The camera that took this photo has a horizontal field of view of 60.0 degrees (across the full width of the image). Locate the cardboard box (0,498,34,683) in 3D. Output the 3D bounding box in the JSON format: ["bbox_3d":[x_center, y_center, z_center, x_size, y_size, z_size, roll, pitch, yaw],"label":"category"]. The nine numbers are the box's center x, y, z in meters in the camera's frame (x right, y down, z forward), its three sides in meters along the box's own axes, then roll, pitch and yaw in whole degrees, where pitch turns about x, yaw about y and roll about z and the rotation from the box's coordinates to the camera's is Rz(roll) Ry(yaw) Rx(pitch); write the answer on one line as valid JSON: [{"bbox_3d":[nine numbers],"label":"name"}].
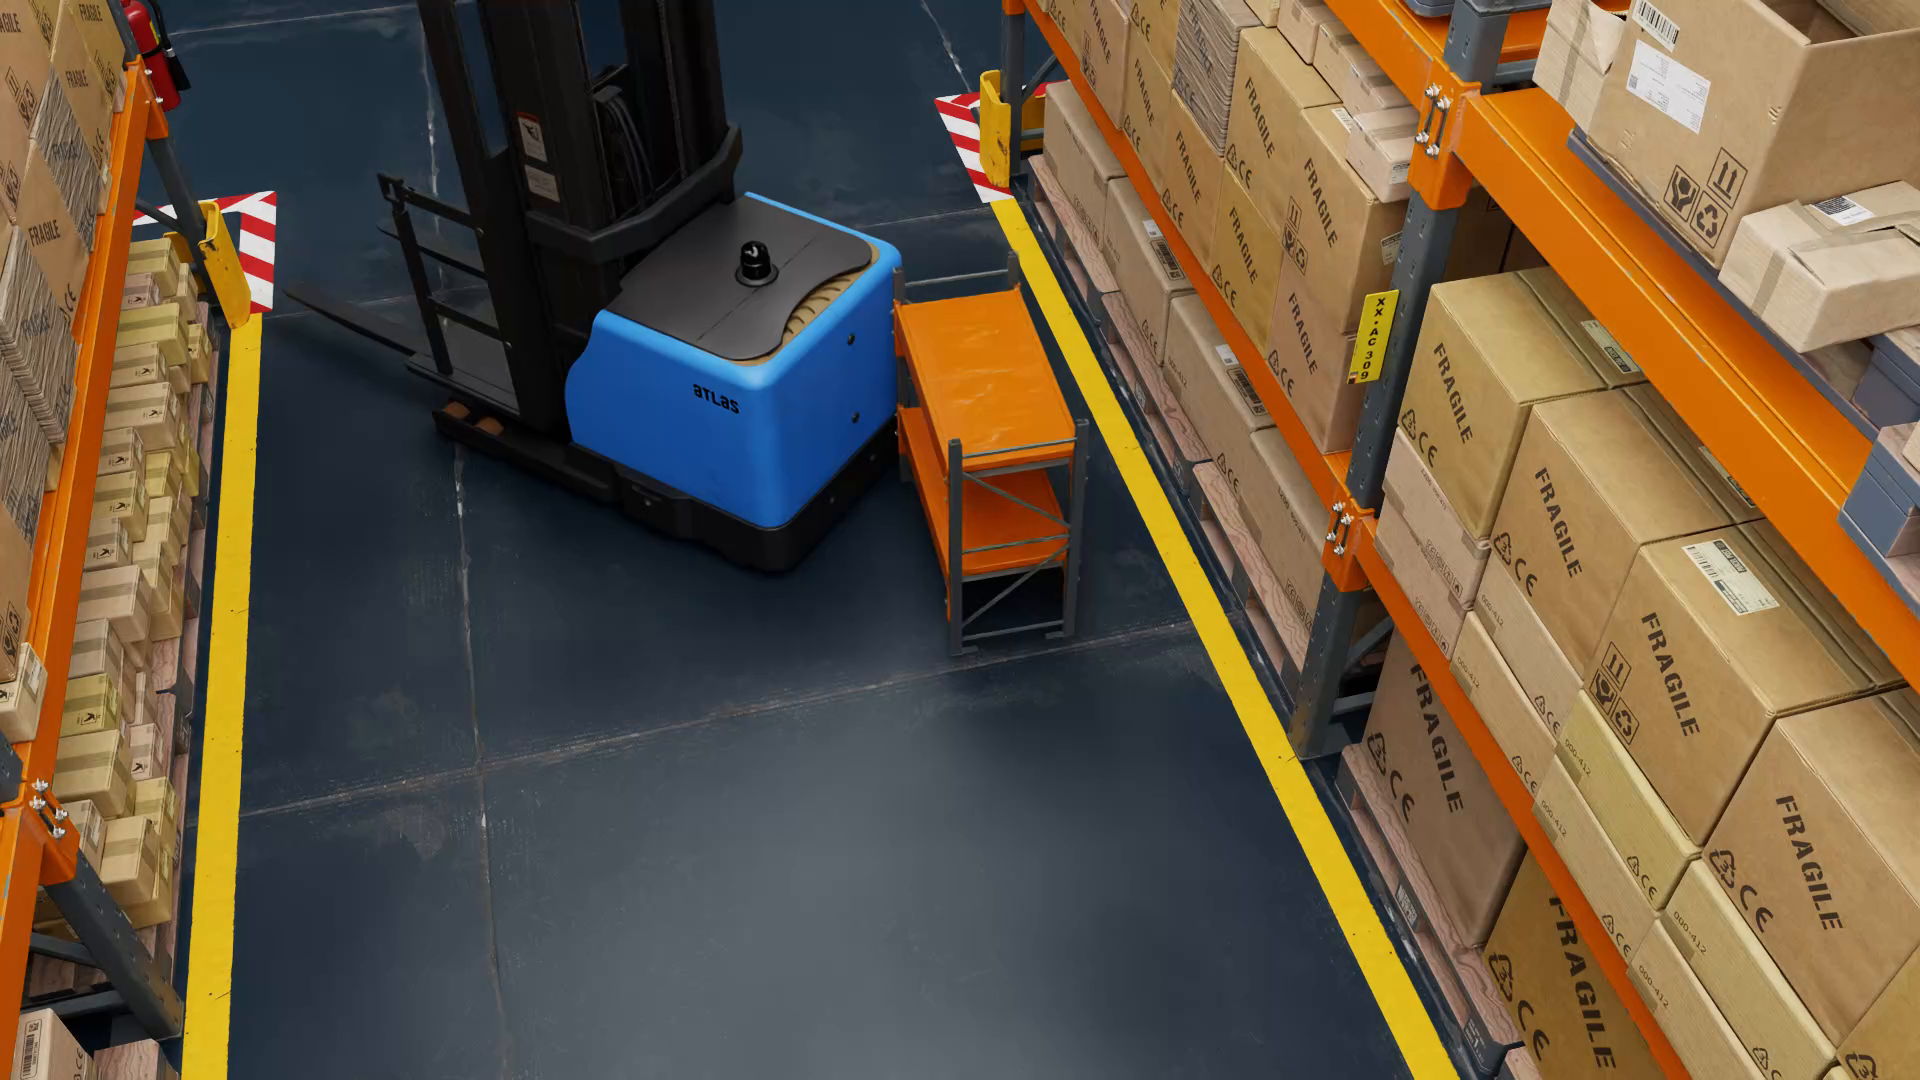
[{"bbox_3d":[-2.913,0.092,4.532,0.500,0.500,0.500,-11,47,-11],"label":"cardboard box"}]

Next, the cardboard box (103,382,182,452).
[{"bbox_3d":[-3.347,-0.475,6.652,0.380,0.149,0.250,-9,46,-9],"label":"cardboard box"}]

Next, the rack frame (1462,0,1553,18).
[{"bbox_3d":[1.730,-2.455,3.106,1.000,3.000,0.127,-11,47,-10],"label":"rack frame"}]

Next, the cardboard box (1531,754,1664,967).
[{"bbox_3d":[1.837,0.763,4.258,0.500,0.250,0.500,-11,47,-11],"label":"cardboard box"}]

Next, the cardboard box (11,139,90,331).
[{"bbox_3d":[-3.306,-0.967,5.570,0.500,0.500,0.500,-9,46,-8],"label":"cardboard box"}]

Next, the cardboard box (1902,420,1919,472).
[{"bbox_3d":[1.859,-0.180,2.777,0.396,0.266,0.258,-7,46,-7],"label":"cardboard box"}]

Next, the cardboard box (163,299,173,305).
[{"bbox_3d":[-3.628,-0.893,7.270,0.380,0.149,0.250,-12,47,-11],"label":"cardboard box"}]

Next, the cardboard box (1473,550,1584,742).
[{"bbox_3d":[1.730,0.232,4.428,0.500,0.250,0.500,-10,46,-10],"label":"cardboard box"}]

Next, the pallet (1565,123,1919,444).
[{"bbox_3d":[2.012,-0.715,3.635,0.805,0.209,1.217,-12,47,-12],"label":"pallet"}]

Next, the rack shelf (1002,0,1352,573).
[{"bbox_3d":[1.218,-1.485,6.859,1.077,0.370,4.000,-11,47,-10],"label":"rack shelf"}]

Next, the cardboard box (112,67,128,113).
[{"bbox_3d":[-3.697,-1.881,6.920,0.380,0.149,0.250,-11,47,-10],"label":"cardboard box"}]

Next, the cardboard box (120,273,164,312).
[{"bbox_3d":[-3.664,-0.997,7.163,0.380,0.149,0.250,-10,46,-10],"label":"cardboard box"}]

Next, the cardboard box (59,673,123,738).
[{"bbox_3d":[-3.043,0.620,5.579,0.380,0.149,0.250,-11,47,-11],"label":"cardboard box"}]

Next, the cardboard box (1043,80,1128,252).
[{"bbox_3d":[0.971,-1.930,8.292,0.875,0.438,0.875,-12,47,-12],"label":"cardboard box"}]

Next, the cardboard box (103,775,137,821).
[{"bbox_3d":[-2.965,0.899,5.513,0.380,0.149,0.250,-10,46,-10],"label":"cardboard box"}]

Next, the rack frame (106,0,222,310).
[{"bbox_3d":[-4.054,-2.142,7.000,1.000,3.000,0.127,-11,47,-10],"label":"rack frame"}]

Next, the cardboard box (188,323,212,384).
[{"bbox_3d":[-3.553,-0.807,7.394,0.380,0.149,0.250,-9,46,-9],"label":"cardboard box"}]

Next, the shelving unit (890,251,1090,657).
[{"bbox_3d":[0.095,-0.338,6.544,0.538,1.125,1.048,-9,46,-9],"label":"shelving unit"}]

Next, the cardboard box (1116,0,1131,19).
[{"bbox_3d":[0.832,-2.409,6.492,0.500,0.500,0.500,-11,47,-11],"label":"cardboard box"}]

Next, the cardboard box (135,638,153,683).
[{"bbox_3d":[-3.210,0.469,6.143,0.380,0.149,0.250,-13,47,-12],"label":"cardboard box"}]

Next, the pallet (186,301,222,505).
[{"bbox_3d":[-3.860,-0.547,7.389,1.003,0.211,1.213,-11,47,-10],"label":"pallet"}]

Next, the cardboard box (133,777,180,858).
[{"bbox_3d":[-2.880,0.976,5.646,0.380,0.149,0.250,-9,46,-9],"label":"cardboard box"}]

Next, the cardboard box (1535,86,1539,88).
[{"bbox_3d":[1.900,-1.233,4.885,0.380,0.149,0.250,-11,47,-11],"label":"cardboard box"}]

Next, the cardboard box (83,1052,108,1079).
[{"bbox_3d":[-2.596,1.812,4.581,0.500,0.500,0.500,-12,47,-11],"label":"cardboard box"}]

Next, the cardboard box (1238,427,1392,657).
[{"bbox_3d":[1.673,-0.059,6.458,0.875,0.438,0.875,-11,47,-11],"label":"cardboard box"}]

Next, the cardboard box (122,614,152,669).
[{"bbox_3d":[-3.176,0.356,6.045,0.380,0.149,0.250,-9,46,-8],"label":"cardboard box"}]

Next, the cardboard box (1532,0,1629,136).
[{"bbox_3d":[1.519,-1.096,3.674,0.396,0.266,0.258,-11,47,-11],"label":"cardboard box"}]

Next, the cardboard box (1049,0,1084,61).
[{"bbox_3d":[0.707,-2.424,7.206,0.500,0.500,0.500,-11,47,-11],"label":"cardboard box"}]

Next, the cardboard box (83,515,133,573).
[{"bbox_3d":[-3.268,0.080,6.108,0.380,0.149,0.250,-12,47,-12],"label":"cardboard box"}]

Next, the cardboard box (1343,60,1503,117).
[{"bbox_3d":[1.381,-1.324,4.974,0.380,0.149,0.250,-10,46,-9],"label":"cardboard box"}]

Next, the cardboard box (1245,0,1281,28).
[{"bbox_3d":[1.145,-1.836,5.475,0.380,0.149,0.250,-11,47,-11],"label":"cardboard box"}]

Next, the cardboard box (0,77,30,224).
[{"bbox_3d":[-3.286,-1.289,5.186,0.500,0.500,0.500,-12,47,-12],"label":"cardboard box"}]

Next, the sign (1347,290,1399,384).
[{"bbox_3d":[1.194,-0.584,4.811,0.100,0.325,0.005,-11,47,-10],"label":"sign"}]

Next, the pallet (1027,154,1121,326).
[{"bbox_3d":[0.986,-1.603,8.424,1.003,0.211,1.213,-11,47,-10],"label":"pallet"}]

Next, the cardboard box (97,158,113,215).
[{"bbox_3d":[-3.503,-1.360,6.409,0.380,0.149,0.250,-10,46,-9],"label":"cardboard box"}]

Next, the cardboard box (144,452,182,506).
[{"bbox_3d":[-3.315,-0.189,6.580,0.380,0.149,0.250,-9,46,-8],"label":"cardboard box"}]

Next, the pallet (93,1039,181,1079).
[{"bbox_3d":[-2.829,2.133,4.763,1.003,0.211,1.213,-11,47,-10],"label":"pallet"}]

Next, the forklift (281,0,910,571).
[{"bbox_3d":[-1.744,-1.701,6.616,3.031,2.935,1.130,24,50,21],"label":"forklift"}]

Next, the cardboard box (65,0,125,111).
[{"bbox_3d":[-3.690,-2.018,6.600,0.500,0.500,0.500,-10,46,-9],"label":"cardboard box"}]

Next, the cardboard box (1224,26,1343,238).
[{"bbox_3d":[1.220,-1.368,5.471,0.500,0.500,0.500,-11,47,-11],"label":"cardboard box"}]

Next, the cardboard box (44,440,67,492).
[{"bbox_3d":[-3.108,-0.262,5.333,0.380,0.149,0.250,-10,46,-10],"label":"cardboard box"}]

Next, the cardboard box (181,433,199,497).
[{"bbox_3d":[-3.367,-0.276,6.873,0.380,0.149,0.250,-13,47,-12],"label":"cardboard box"}]

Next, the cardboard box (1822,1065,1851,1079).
[{"bbox_3d":[2.098,1.293,3.389,0.500,0.250,0.500,-12,47,-11],"label":"cardboard box"}]

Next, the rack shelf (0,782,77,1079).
[{"bbox_3d":[-2.517,2.252,3.197,1.077,0.370,4.000,-11,47,-10],"label":"rack shelf"}]

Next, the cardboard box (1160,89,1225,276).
[{"bbox_3d":[1.084,-1.363,6.166,0.500,0.500,0.500,-11,47,-11],"label":"cardboard box"}]

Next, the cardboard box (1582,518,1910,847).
[{"bbox_3d":[1.847,0.309,3.828,0.500,0.500,0.500,-12,47,-11],"label":"cardboard box"}]

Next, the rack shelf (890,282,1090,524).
[{"bbox_3d":[0.095,-0.543,6.335,0.538,0.278,1.000,-9,46,-9],"label":"rack shelf"}]
